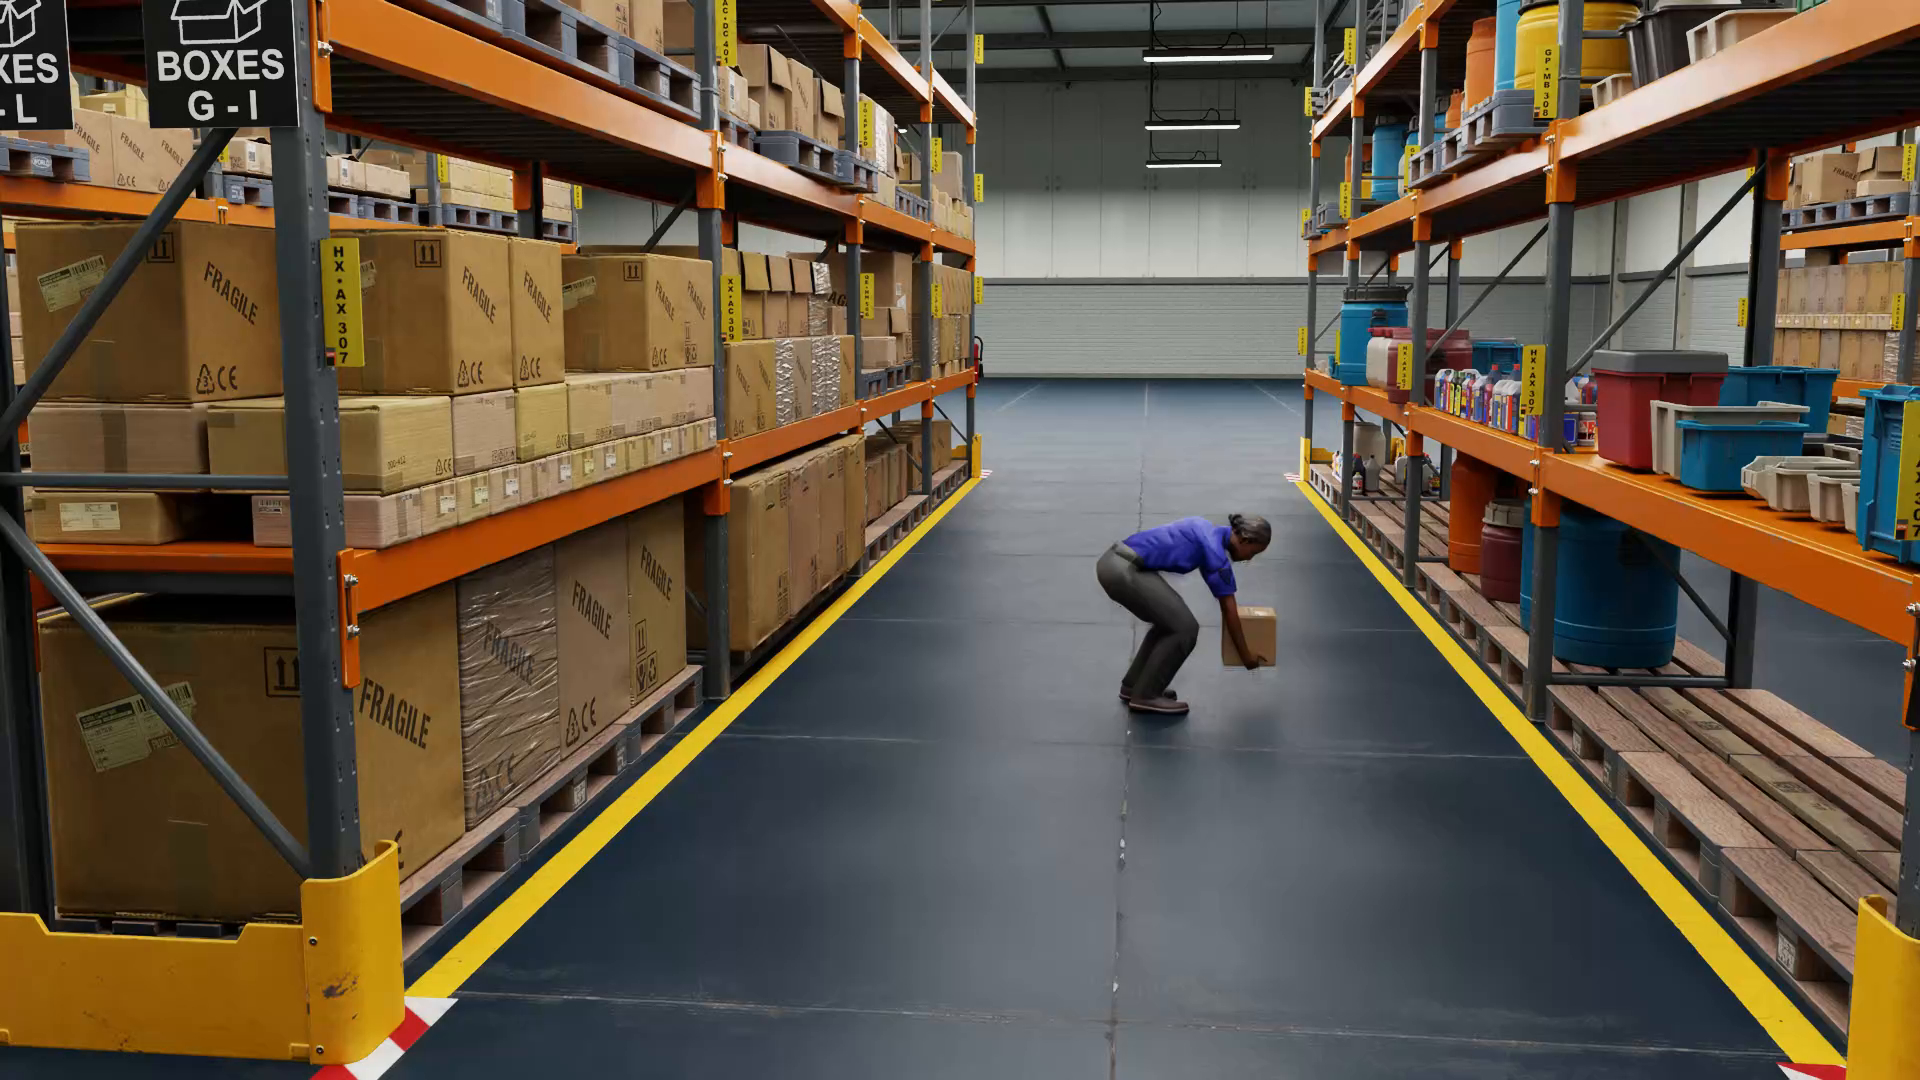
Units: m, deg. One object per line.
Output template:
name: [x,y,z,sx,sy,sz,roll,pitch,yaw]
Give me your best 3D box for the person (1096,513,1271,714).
person: [1.103,0.351,8.259,0.860,0.982,0.459,0,8,3]
